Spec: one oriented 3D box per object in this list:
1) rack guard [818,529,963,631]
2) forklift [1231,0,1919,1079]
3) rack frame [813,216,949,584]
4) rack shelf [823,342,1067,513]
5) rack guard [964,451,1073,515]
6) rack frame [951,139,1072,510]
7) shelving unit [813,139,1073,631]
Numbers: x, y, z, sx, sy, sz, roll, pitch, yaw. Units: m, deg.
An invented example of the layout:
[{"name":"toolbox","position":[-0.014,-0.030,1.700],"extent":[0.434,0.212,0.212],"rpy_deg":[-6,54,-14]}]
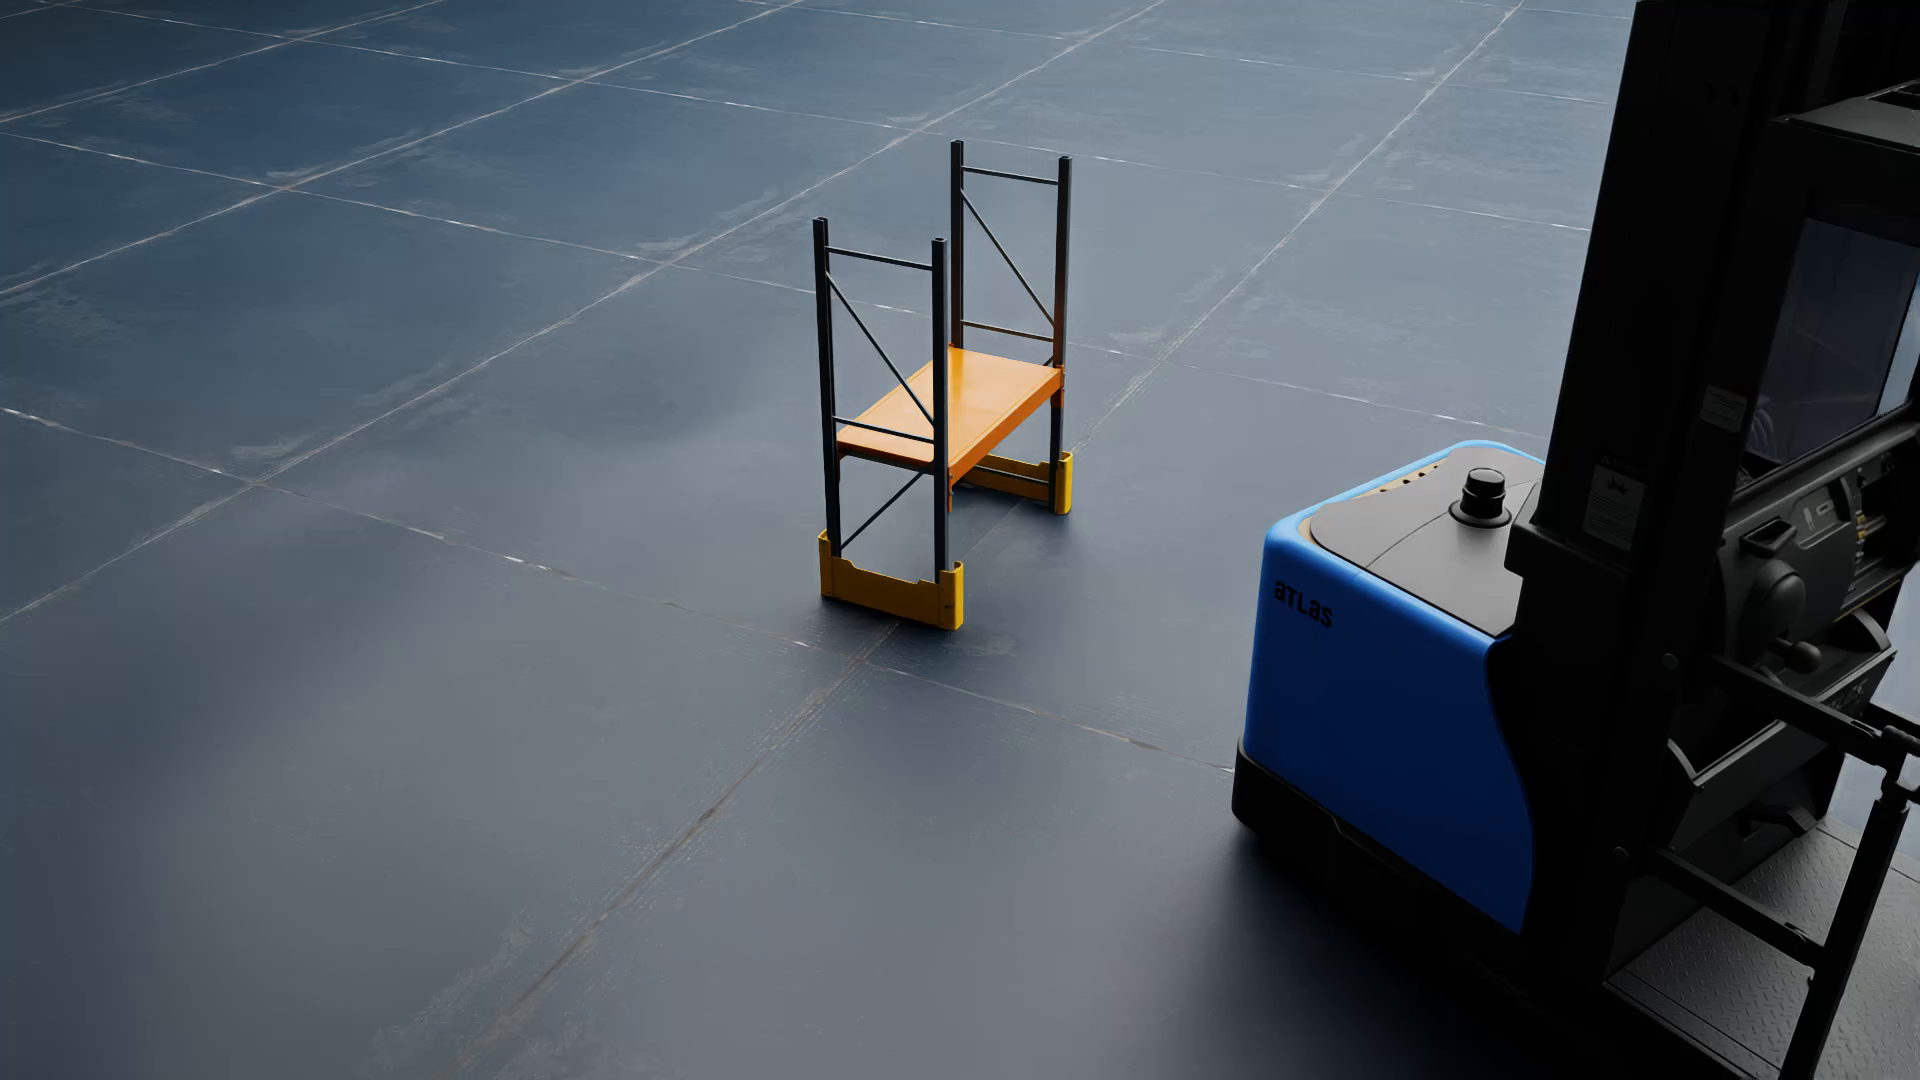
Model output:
[{"name":"rack guard","position":[-0.262,0.146,6.244],"extent":[0.587,0.250,0.087],"rpy_deg":[14,33,23]},{"name":"forklift","position":[2.137,0.055,3.712],"extent":[1.130,2.935,3.031],"rpy_deg":[-21,36,-32]},{"name":"rack frame","position":[-0.270,-0.387,5.918],"extent":[0.500,1.500,0.032],"rpy_deg":[14,33,23]},{"name":"rack shelf","position":[-0.039,-0.457,6.400],"extent":[0.538,0.185,1.000],"rpy_deg":[14,33,23]},{"name":"rack guard","position":[0.192,-0.295,7.013],"extent":[0.587,0.250,0.087],"rpy_deg":[14,33,23]},{"name":"rack frame","position":[0.193,-0.838,6.703],"extent":[0.500,1.500,0.032],"rpy_deg":[14,33,23]},{"name":"shelving unit","position":[-0.035,-0.617,6.318],"extent":[0.587,1.500,1.083],"rpy_deg":[14,33,23]}]
